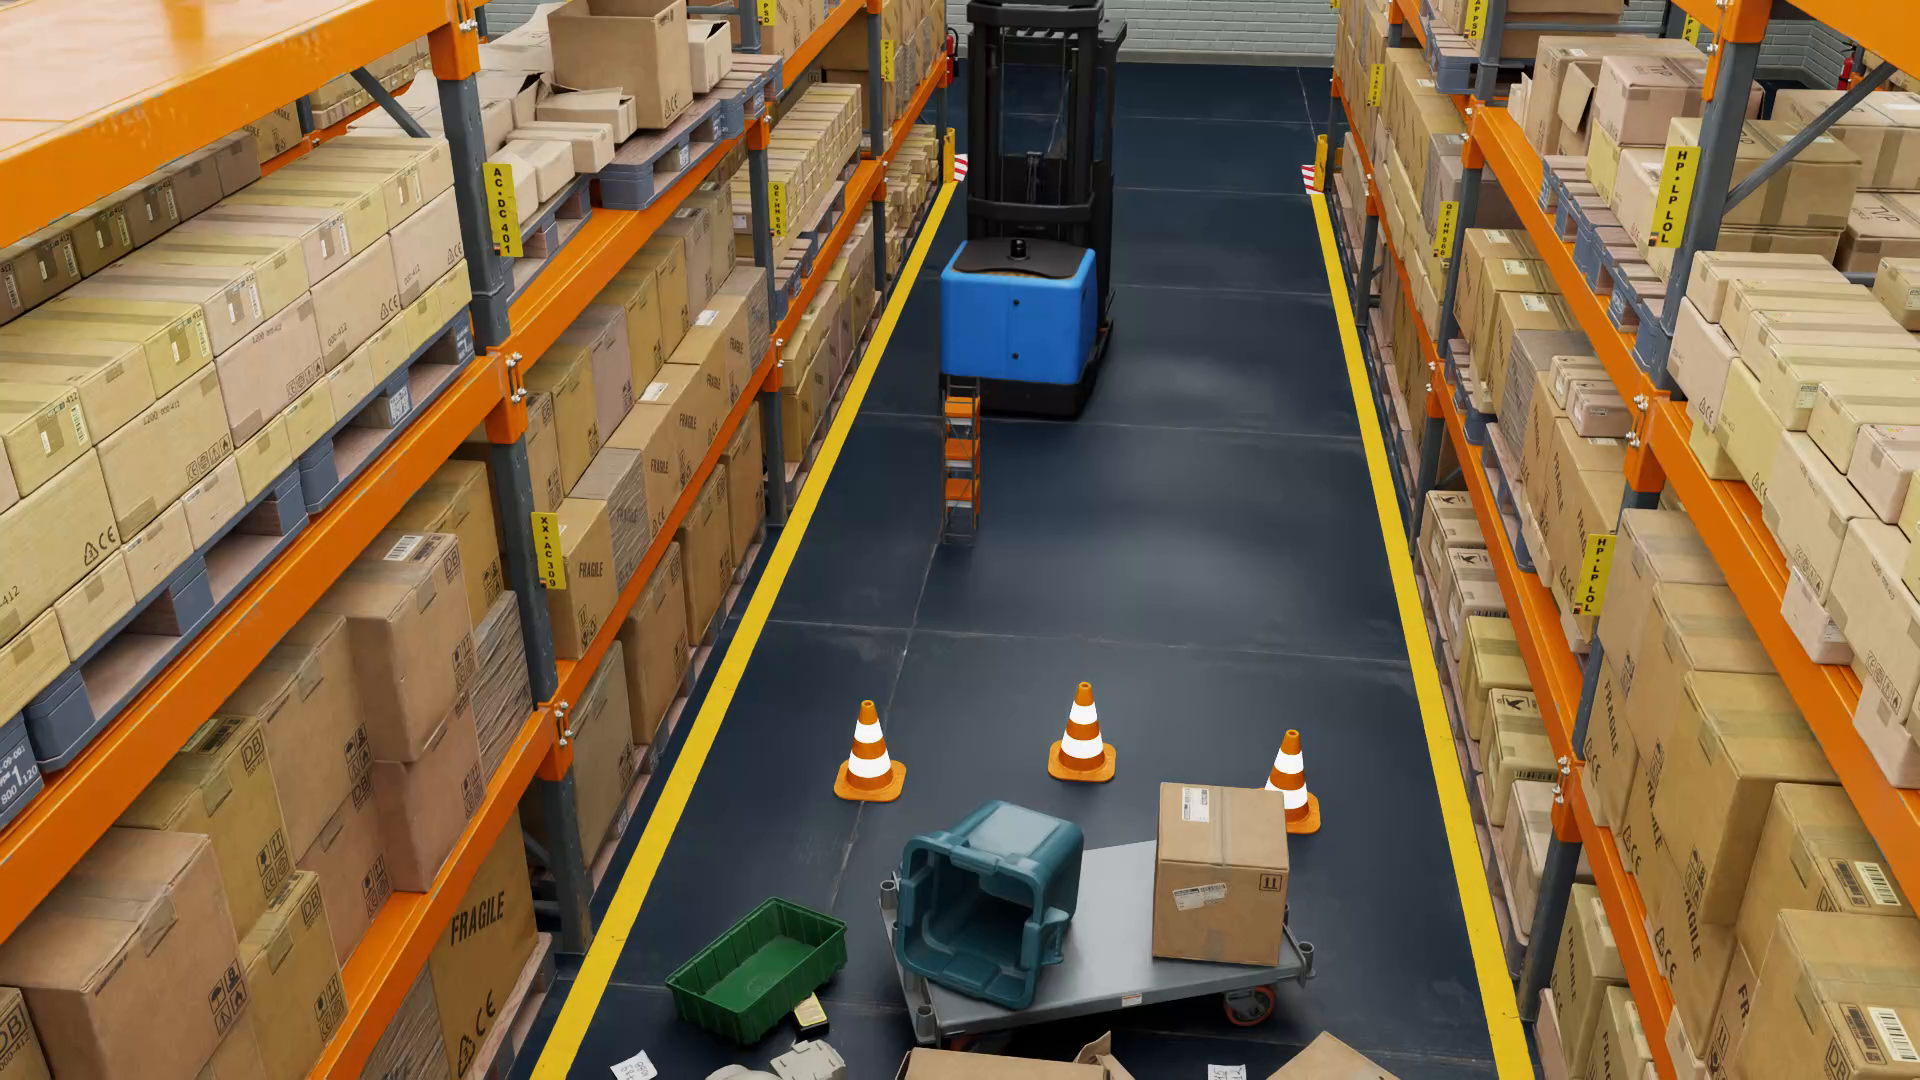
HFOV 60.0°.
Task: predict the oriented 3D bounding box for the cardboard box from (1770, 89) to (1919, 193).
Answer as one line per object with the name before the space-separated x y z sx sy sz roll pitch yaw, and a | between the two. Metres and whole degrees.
cardboard box | 3.335 -1.480 6.152 0.500 0.250 0.500 3 28 5

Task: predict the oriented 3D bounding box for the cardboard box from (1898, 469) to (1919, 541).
cardboard box | 2.343 -0.028 3.694 0.380 0.149 0.250 4 29 7

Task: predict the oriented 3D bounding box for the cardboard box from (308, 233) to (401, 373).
cardboard box | -1.979 -0.703 4.818 0.500 0.250 0.500 3 28 6

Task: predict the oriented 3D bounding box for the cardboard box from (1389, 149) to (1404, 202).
cardboard box | 3.337 -2.579 11.798 0.500 0.250 0.500 4 29 7

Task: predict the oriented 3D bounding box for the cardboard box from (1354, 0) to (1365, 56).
cardboard box | 3.771 -4.535 14.638 0.500 0.500 0.500 3 29 6

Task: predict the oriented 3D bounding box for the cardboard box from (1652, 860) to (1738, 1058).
cardboard box | 2.371 1.156 4.815 0.500 0.500 0.500 3 28 6

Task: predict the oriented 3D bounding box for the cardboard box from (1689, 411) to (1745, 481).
cardboard box | 2.443 -0.291 5.021 0.380 0.149 0.250 3 28 6

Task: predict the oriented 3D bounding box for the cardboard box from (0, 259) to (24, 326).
cardboard box | -2.647 -0.612 4.230 0.380 0.149 0.250 3 28 6

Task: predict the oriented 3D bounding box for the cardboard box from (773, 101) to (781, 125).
cardboard box | -1.635 -3.386 13.172 0.380 0.149 0.250 4 29 7

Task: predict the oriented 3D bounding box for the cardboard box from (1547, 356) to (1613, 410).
cardboard box | 2.729 -0.665 7.067 0.380 0.149 0.250 2 28 4

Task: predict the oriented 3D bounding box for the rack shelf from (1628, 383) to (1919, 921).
rack shelf | 2.569 0.604 3.853 1.077 0.370 4.000 3 28 6

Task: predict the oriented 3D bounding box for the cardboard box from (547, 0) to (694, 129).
cardboard box | -1.556 -2.215 7.675 0.500 0.500 0.500 3 28 6

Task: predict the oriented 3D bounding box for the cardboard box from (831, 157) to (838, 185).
cardboard box | -1.106 -2.726 12.262 0.380 0.149 0.250 2 28 4

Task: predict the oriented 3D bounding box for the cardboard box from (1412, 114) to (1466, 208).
cardboard box | 3.230 -2.434 10.738 0.500 0.500 0.500 3 28 6

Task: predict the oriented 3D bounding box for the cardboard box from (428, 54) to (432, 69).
cardboard box | -5.391 -4.779 16.516 0.380 0.149 0.250 3 28 5

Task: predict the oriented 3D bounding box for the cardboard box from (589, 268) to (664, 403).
cardboard box | -1.869 -1.009 8.093 0.700 0.500 0.500 3 28 6

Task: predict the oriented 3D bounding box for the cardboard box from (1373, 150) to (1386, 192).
cardboard box | 3.479 -2.841 12.811 0.500 0.250 0.500 3 28 5

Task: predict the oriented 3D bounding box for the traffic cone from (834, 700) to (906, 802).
traffic cone | -0.448 1.000 8.198 0.336 0.463 0.334 3 28 6

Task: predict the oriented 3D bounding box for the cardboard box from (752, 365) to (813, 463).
cardboard box | -1.281 -0.859 11.166 0.500 0.500 0.500 2 28 4

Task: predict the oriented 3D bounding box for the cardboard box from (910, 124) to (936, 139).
cardboard box | -0.454 -4.150 17.018 0.380 0.149 0.250 4 29 7

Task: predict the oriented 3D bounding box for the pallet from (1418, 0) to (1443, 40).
pallet | 3.465 -3.286 10.516 1.003 0.211 1.213 5 29 9

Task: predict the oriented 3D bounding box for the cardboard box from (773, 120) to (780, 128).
cardboard box | -1.635 -3.255 13.243 0.380 0.149 0.250 2 28 4

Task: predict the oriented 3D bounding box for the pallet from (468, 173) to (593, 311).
pallet | -2.047 -1.244 6.728 0.805 0.209 1.217 2 28 4

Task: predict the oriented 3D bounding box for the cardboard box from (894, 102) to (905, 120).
cardboard box | -0.698 -3.840 14.772 0.380 0.149 0.250 4 29 7

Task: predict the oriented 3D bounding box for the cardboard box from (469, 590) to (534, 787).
cardboard box | -2.144 0.535 6.228 0.875 0.550 0.550 3 28 6

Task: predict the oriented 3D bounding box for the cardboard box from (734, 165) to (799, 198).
cardboard box | -1.274 -2.365 10.964 0.380 0.149 0.250 2 28 4

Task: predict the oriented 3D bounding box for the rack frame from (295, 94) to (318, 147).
rack frame | -6.041 -3.675 14.201 1.000 3.000 0.127 3 28 6

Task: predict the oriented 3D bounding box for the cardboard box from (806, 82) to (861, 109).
cardboard box | -0.986 -3.475 13.024 0.380 0.149 0.250 5 29 9

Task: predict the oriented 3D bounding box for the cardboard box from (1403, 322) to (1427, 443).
cardboard box | 3.585 -1.205 11.414 0.875 0.875 0.875 4 29 7

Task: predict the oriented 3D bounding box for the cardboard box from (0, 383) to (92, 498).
cardboard box | -2.087 -0.217 3.496 0.380 0.149 0.250 3 28 6

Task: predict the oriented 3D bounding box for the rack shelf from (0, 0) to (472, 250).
rack shelf | -2.356 -0.780 3.683 1.077 0.370 4.000 3 28 6

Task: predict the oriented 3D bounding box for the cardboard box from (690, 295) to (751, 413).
cardboard box | -1.472 -1.038 9.200 0.500 0.500 0.500 3 28 6

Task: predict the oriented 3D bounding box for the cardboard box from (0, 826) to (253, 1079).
cardboard box | -2.338 1.076 4.086 0.875 0.550 0.550 3 28 6

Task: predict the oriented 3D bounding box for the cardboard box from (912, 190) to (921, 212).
cardboard box | -0.587 -3.277 16.026 0.380 0.149 0.250 4 29 7

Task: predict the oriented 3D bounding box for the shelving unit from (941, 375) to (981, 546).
shelving unit | 0.007 -0.487 10.340 0.215 1.050 0.252 3 28 6

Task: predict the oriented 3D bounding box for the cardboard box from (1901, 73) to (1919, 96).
cardboard box | 8.768 -4.086 14.808 0.500 0.250 0.500 3 28 5

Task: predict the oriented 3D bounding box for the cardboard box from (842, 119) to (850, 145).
cardboard box | -1.048 -3.105 12.651 0.380 0.149 0.250 5 29 8

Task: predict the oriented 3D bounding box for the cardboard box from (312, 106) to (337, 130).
cardboard box | -5.674 -3.684 14.483 0.380 0.149 0.250 3 29 6

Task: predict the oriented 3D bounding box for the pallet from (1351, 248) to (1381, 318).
pallet | 3.965 -2.225 14.449 1.003 0.211 1.213 3 28 6

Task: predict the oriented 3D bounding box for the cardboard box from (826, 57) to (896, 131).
cardboard box | -0.820 -3.732 13.889 0.500 0.500 0.500 3 28 5

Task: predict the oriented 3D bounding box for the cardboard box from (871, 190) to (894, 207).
cardboard box | -0.799 -3.053 14.982 0.380 0.149 0.250 3 28 5

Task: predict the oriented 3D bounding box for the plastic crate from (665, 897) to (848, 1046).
plastic crate | -0.832 1.797 6.947 0.450 0.188 0.662 9 28 37

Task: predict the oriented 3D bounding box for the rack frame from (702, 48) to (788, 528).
rack frame | -1.621 -1.456 10.082 1.000 3.000 0.127 3 28 6

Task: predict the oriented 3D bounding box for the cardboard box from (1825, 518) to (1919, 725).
cardboard box | 2.301 0.189 3.711 0.500 0.250 0.500 4 29 7

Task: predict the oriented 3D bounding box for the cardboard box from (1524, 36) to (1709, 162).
cardboard box | 3.178 -2.135 8.074 0.700 0.500 0.500 3 28 6

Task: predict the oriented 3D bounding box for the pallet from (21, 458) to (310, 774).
pallet | -2.373 0.102 4.120 1.003 0.211 1.213 3 28 6

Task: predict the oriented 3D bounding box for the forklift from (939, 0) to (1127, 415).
forklift | 0.647 -2.876 12.790 1.130 2.935 3.031 6 29 10

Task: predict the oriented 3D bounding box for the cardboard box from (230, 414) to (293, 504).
cardboard box | -1.992 -0.222 4.346 0.380 0.149 0.250 3 28 6

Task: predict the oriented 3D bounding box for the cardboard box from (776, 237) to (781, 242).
cardboard box | -1.331 -2.005 10.610 0.380 0.149 0.250 5 29 9

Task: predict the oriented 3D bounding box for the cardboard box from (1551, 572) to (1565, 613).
cardboard box | 2.653 0.211 6.810 0.380 0.149 0.250 3 28 5

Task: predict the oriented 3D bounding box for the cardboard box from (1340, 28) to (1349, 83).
cardboard box | 3.907 -4.577 15.769 0.500 0.500 0.500 3 28 5

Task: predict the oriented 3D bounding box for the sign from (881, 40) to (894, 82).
sign | -0.579 -3.818 13.246 0.100 0.325 0.005 3 28 6

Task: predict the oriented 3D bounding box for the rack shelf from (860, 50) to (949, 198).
rack shelf | -0.886 -3.964 15.495 1.077 0.370 4.000 3 28 6

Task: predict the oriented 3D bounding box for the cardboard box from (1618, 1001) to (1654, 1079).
cardboard box | 2.338 1.636 5.324 0.380 0.149 0.250 4 29 8

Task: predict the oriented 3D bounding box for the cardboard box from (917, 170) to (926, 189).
cardboard box | -0.534 -3.528 16.178 0.380 0.149 0.250 4 29 7
